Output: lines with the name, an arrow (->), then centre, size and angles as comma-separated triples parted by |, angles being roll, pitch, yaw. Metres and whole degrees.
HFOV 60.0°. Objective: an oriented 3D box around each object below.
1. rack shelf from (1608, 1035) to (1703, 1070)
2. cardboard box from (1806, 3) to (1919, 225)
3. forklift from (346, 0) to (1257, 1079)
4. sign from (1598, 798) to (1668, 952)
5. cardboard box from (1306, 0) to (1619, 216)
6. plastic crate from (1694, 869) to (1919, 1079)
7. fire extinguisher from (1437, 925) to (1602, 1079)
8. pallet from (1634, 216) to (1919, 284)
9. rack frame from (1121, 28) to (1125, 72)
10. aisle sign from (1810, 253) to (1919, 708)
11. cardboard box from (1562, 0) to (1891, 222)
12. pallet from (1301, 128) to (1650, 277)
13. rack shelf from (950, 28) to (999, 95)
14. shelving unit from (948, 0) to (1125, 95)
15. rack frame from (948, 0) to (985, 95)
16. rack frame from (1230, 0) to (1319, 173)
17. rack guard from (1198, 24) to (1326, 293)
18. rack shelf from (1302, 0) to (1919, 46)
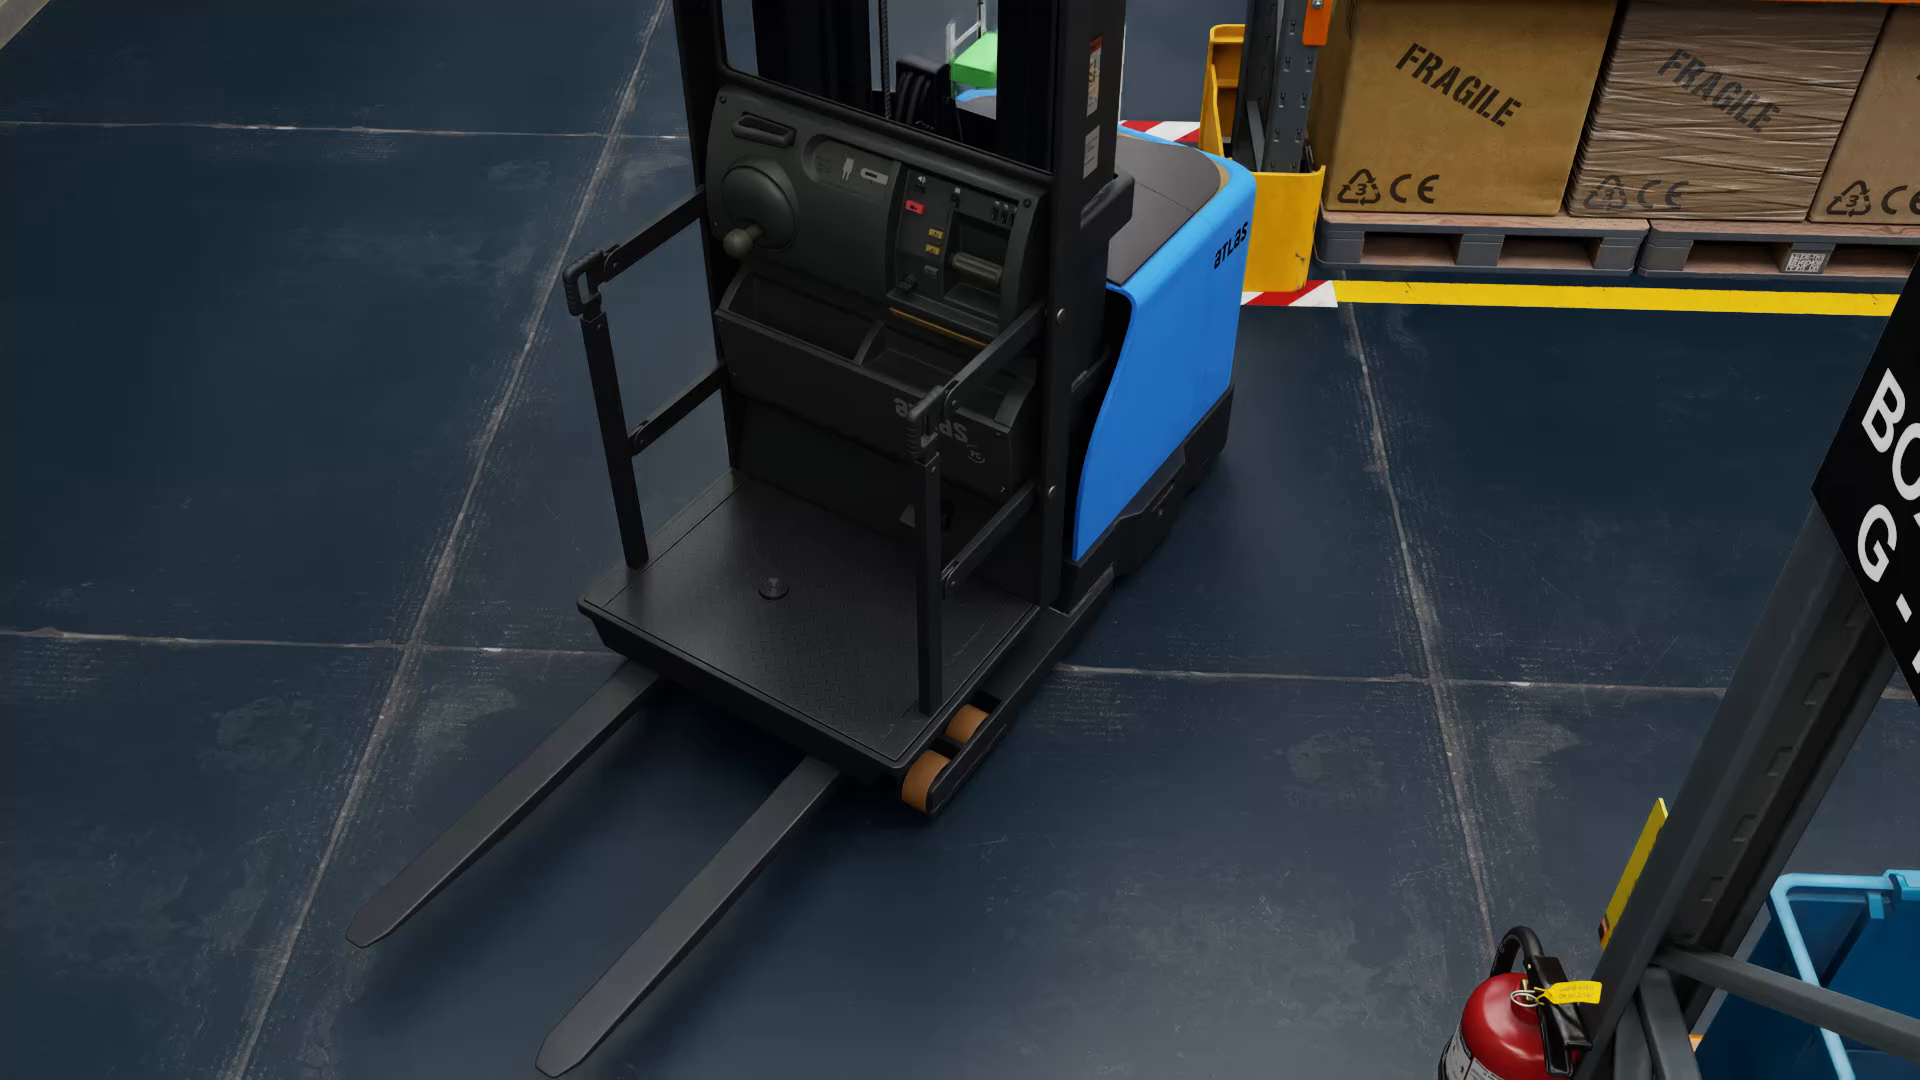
rack shelf -> 2.959, 1.269, 2.215 | 4.000, 0.370, 1.077 | 2, 43, 2
cardboard box -> 3.625, -1.784, 6.215 | 0.875, 0.875, 0.875 | 2, 43, 2
forklift -> -0.344, -0.714, 3.866 | 1.130, 2.935, 3.031 | 24, 48, 24
sign -> 0.970, 0.509, 2.383 | 0.005, 0.325, 0.100 | 2, 43, 2
cardboard box -> 1.827, -1.840, 6.275 | 0.875, 0.875, 0.875 | 2, 43, 2
plastic crate -> 1.304, 0.792, 2.129 | 0.499, 0.435, 0.616 | 2, 43, 2
fire extinguisher -> 0.831, 0.795, 2.526 | 0.183, 0.674, 0.296 | 2, 43, 2
pallet -> 3.202, -1.398, 6.595 | 1.213, 0.211, 1.003 | 2, 43, 2
rack frame -> 0.452, -1.092, 5.539 | 0.015, 1.200, 0.240 | 19, 46, 19
aisle sign -> 0.902, -0.209, 1.366 | 0.004, 0.787, 0.394 | 2, 43, 2
cardboard box -> 2.736, -1.812, 6.245 | 0.875, 0.875, 0.875 | 2, 43, 2
pallet -> 1.987, -1.437, 6.638 | 1.213, 0.211, 1.003 | 2, 43, 2
rack shelf -> 0.238, -1.476, 5.341 | 0.480, 0.148, 0.258 | 19, 46, 19
shelving unit -> 0.235, -1.168, 5.621 | 0.503, 1.200, 0.258 | 19, 46, 19
rack frame -> 0.018, -1.244, 5.702 | 0.015, 1.200, 0.240 | 19, 46, 19
rack frame -> 1.184, -2.428, 5.656 | 0.127, 3.000, 1.000 | 2, 43, 2
rack guard -> 1.160, -1.515, 6.509 | 0.348, 0.500, 1.175 | 2, 43, 2
rack shelf -> 3.182, -2.104, 5.836 | 4.000, 0.370, 1.077 | 2, 43, 2
